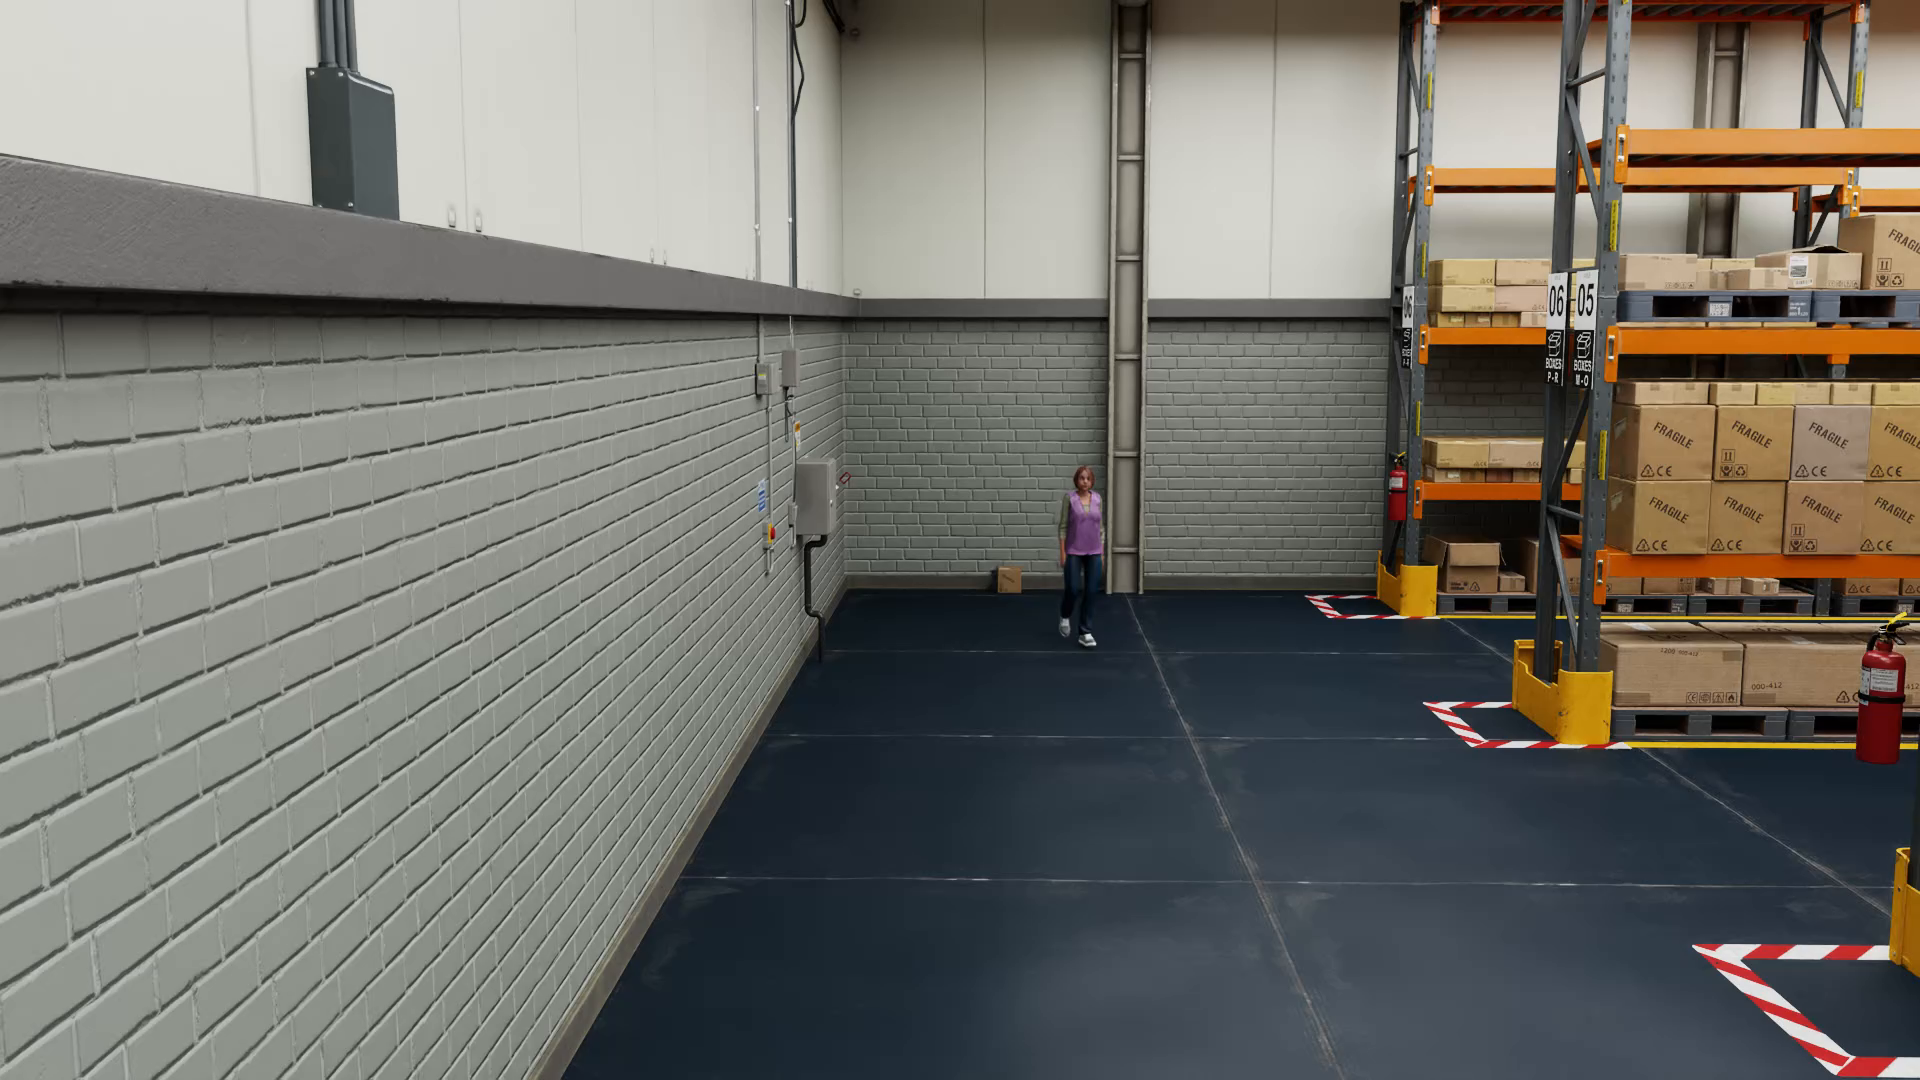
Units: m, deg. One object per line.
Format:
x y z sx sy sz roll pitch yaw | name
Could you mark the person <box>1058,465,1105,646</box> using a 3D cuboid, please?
1.061 0.127 14.668 0.418 1.588 0.487 -2 8 -12 | person
